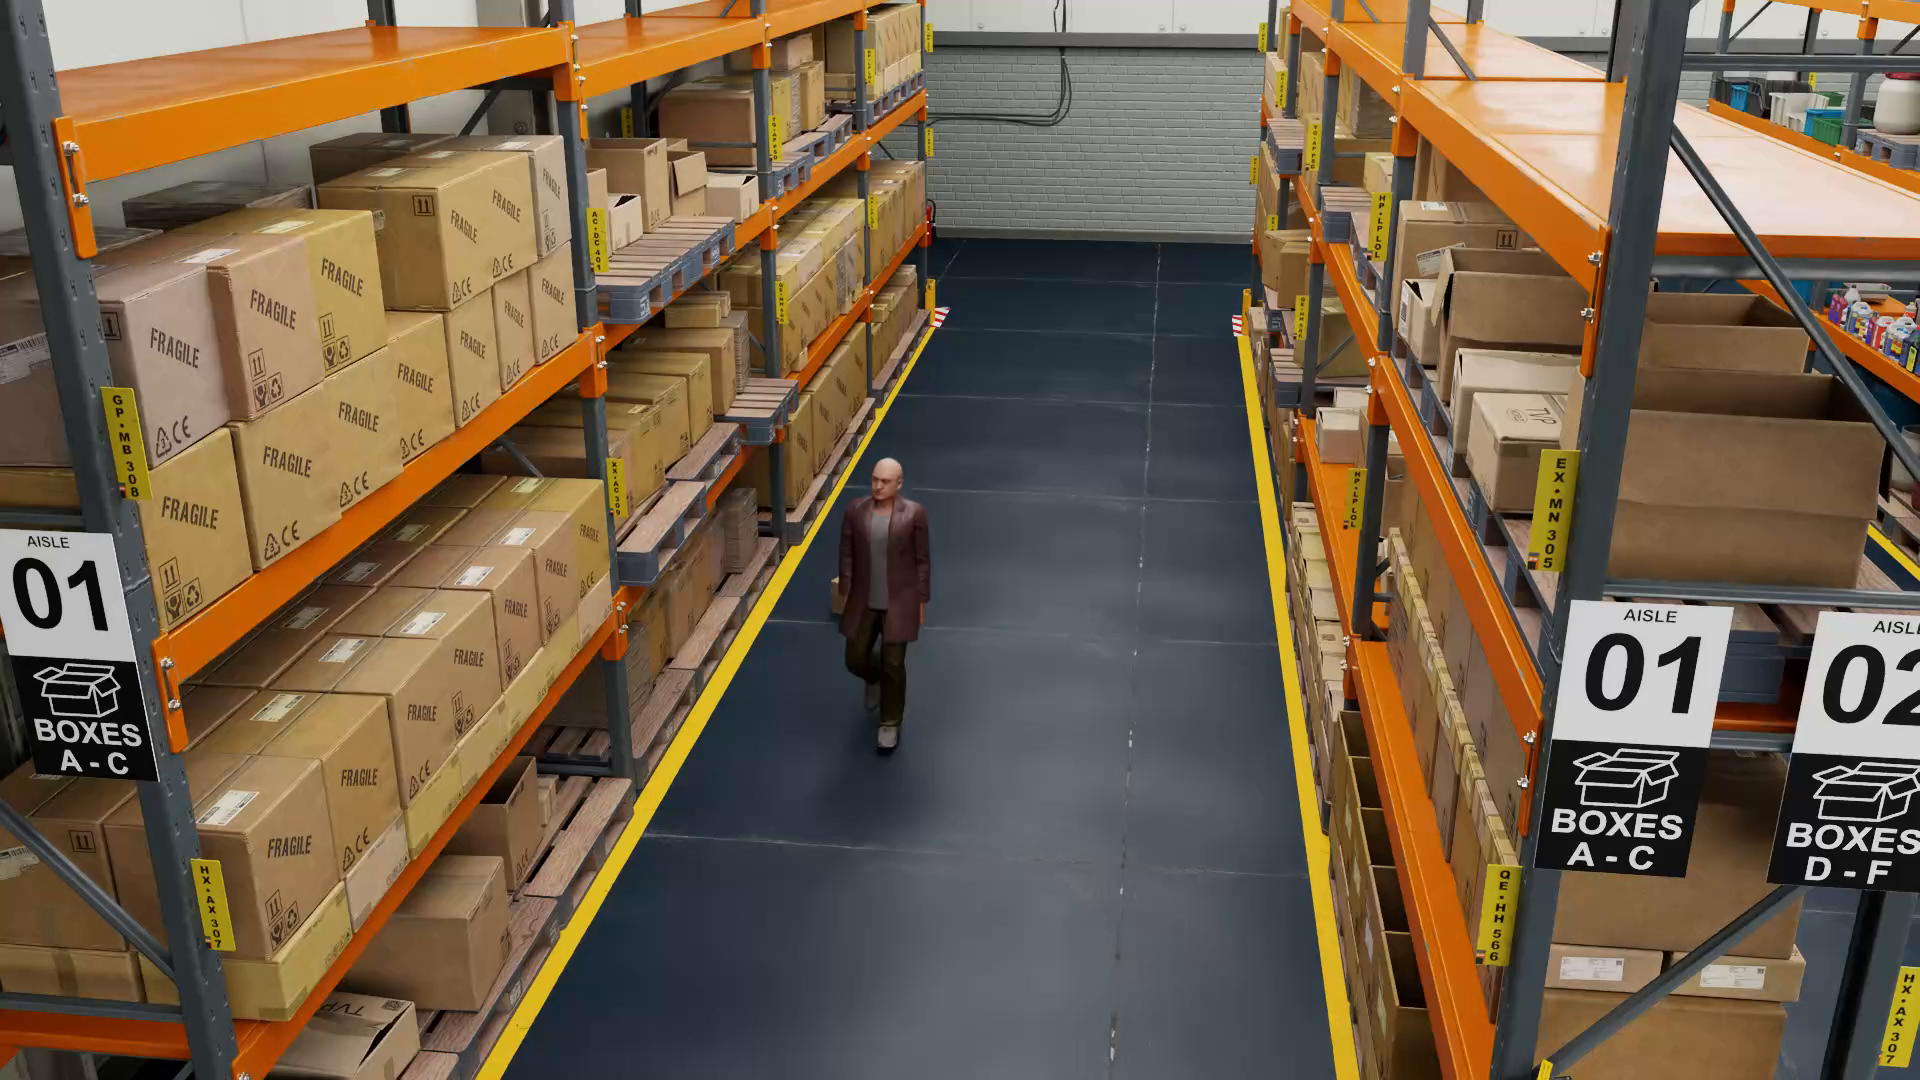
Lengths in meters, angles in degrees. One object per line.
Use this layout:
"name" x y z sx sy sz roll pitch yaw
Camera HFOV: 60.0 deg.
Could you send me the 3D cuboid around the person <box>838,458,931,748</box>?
"person" -0.459 0.347 10.135 0.576 1.761 0.686 4 21 11
